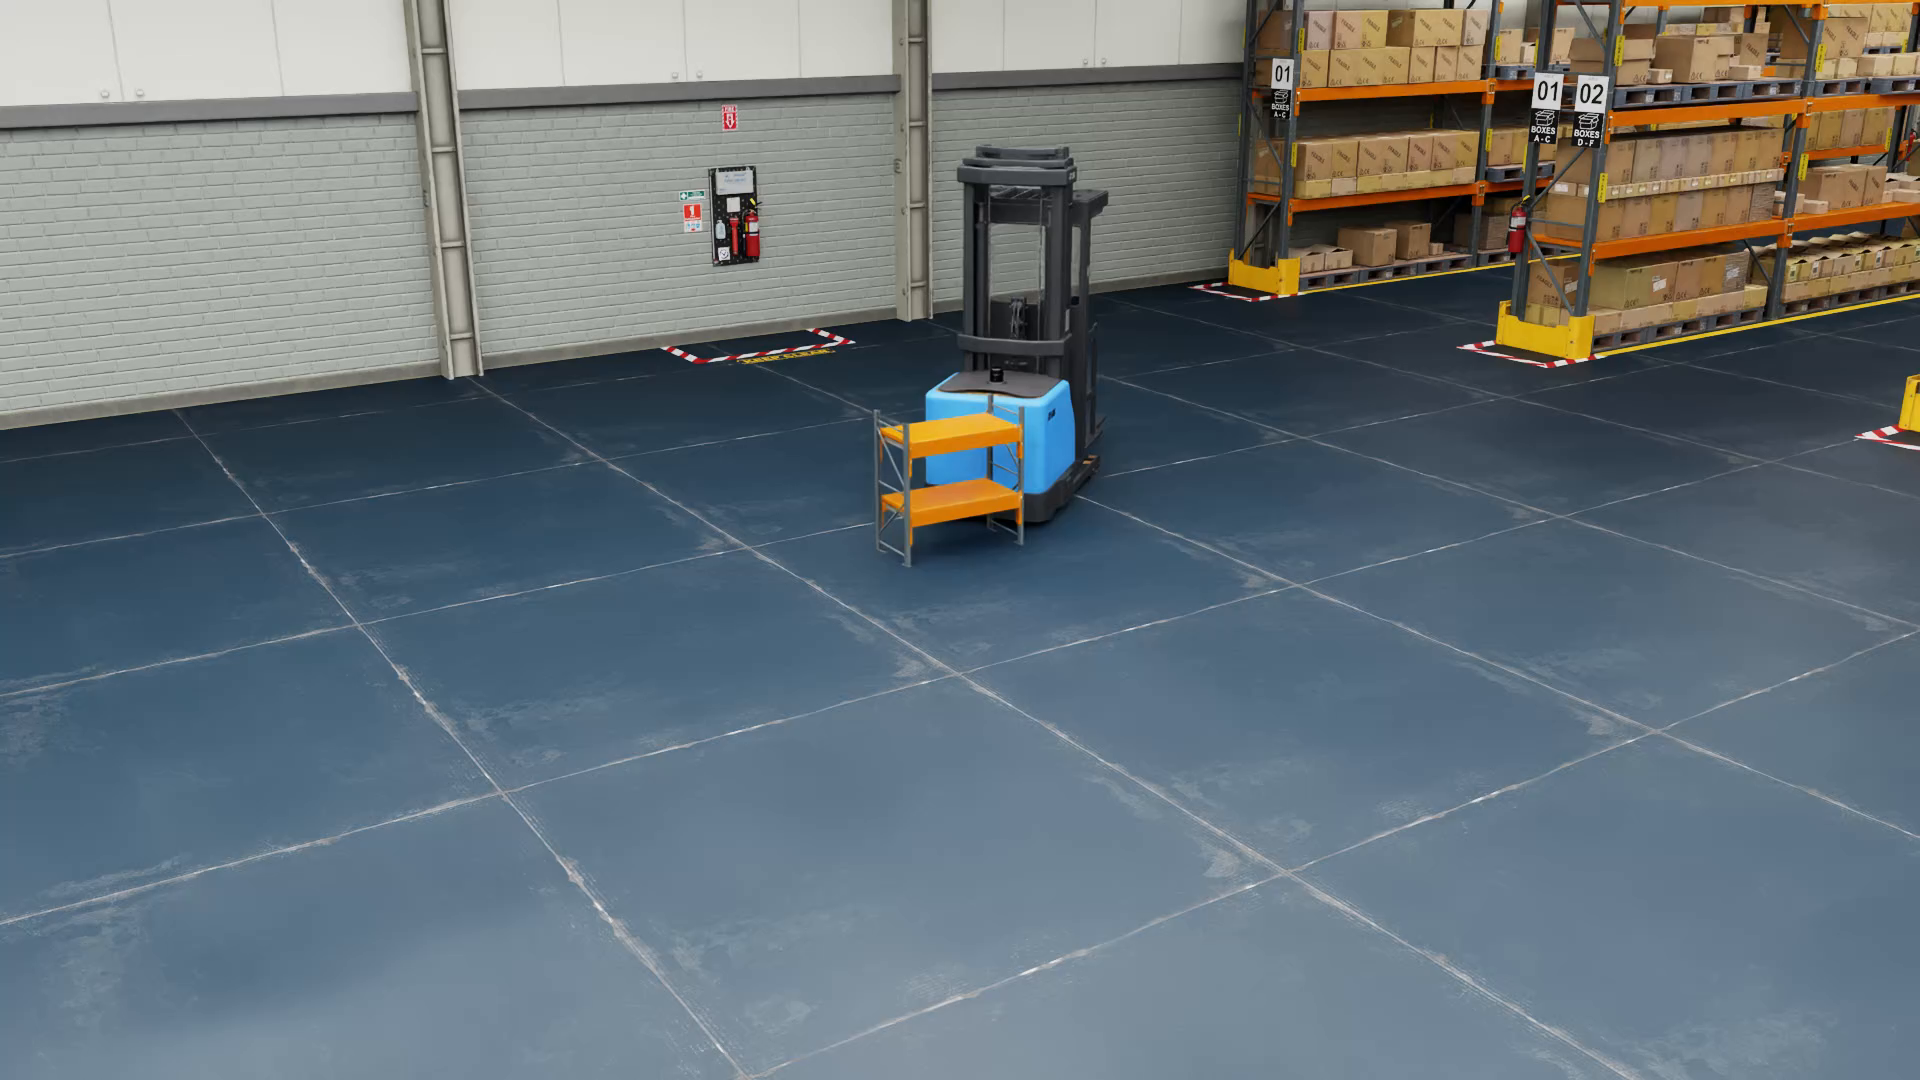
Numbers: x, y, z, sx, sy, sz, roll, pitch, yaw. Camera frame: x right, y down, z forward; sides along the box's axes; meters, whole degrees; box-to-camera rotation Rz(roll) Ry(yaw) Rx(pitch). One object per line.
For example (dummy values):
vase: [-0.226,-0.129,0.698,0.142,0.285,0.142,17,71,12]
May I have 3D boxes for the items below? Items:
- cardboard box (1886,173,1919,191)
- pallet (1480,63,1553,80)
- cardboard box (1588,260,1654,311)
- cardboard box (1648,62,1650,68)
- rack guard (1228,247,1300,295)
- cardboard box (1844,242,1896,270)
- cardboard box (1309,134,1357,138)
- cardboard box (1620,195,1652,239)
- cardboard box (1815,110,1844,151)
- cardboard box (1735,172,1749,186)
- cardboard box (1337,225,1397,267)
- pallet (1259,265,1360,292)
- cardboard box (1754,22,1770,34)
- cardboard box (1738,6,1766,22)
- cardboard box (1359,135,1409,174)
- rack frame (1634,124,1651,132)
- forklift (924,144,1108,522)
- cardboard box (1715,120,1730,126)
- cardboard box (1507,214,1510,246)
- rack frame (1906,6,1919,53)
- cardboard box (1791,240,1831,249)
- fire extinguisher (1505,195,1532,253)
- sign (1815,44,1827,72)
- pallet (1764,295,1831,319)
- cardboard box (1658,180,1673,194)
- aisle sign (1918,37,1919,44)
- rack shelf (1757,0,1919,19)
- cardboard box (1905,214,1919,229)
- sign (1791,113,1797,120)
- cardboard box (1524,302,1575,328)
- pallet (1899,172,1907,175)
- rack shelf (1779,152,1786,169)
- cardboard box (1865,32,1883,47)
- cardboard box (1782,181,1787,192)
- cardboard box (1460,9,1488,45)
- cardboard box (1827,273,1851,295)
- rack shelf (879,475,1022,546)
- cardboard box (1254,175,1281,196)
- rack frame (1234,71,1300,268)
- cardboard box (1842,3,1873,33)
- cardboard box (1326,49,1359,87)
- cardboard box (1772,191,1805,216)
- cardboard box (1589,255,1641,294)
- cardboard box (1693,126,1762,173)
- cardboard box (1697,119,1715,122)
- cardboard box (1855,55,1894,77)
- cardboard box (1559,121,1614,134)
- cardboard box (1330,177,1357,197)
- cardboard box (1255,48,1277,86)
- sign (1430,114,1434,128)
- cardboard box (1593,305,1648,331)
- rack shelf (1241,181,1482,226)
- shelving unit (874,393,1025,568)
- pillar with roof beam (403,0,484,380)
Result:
cardboard box: [13.383,-5.033,23.588,0.500,0.311,0.500,-10,21,-28]
pallet: [8.217,-7.160,25.349,1.003,0.211,1.213,-12,22,-31]
cardboard box: [8.016,-3.094,20.179,0.500,0.500,0.500,-12,22,-31]
cardboard box: [7.846,-5.607,19.824,0.500,0.250,0.500,-12,22,-31]
rack guard: [4.365,-3.872,23.918,0.348,0.500,1.175,-12,22,-31]
cardboard box: [12.555,-3.950,23.008,0.500,0.311,0.500,-12,22,-32]
cardboard box: [5.434,-5.655,24.320,0.500,0.500,0.500,-13,22,-33]
cardboard box: [7.862,-3.939,20.056,0.500,0.500,0.700,-11,22,-30]
cardboard box: [15.399,-7.517,30.328,0.700,0.700,0.980,-13,22,-33]
cardboard box: [9.617,-4.536,20.811,0.250,0.149,0.380,-12,22,-32]
cardboard box: [6.046,-4.381,24.737,0.500,0.500,0.700,-14,23,-35]
pallet: [5.063,-3.869,24.360,1.213,0.211,1.003,-12,22,-31]
cardboard box: [13.529,-8.708,28.792,0.500,0.500,0.700,-13,23,-34]
cardboard box: [13.517,-9.069,28.689,0.500,0.250,0.500,-10,21,-28]
cardboard box: [6.144,-5.608,24.182,0.500,0.500,0.500,-11,22,-30]
rack frame: [10.983,-6.452,27.646,0.127,3.000,1.000,-12,22,-31]
forklift: [0.638,-1.966,14.485,1.130,2.935,3.031,6,20,17]
cardboard box: [12.818,-6.938,28.431,0.500,0.500,0.500,-11,22,-30]
cardboard box: [8.652,-5.010,26.598,0.500,0.500,0.700,-12,22,-32]
rack frame: [13.711,-7.970,22.768,0.127,3.000,1.000,-12,22,-31]
cardboard box: [11.822,-4.001,23.159,0.500,0.311,0.500,-12,22,-32]
fire extinguisher: [6.675,-3.786,19.879,0.183,0.674,0.296,-12,22,-31]
sign: [10.677,-5.979,20.631,0.005,0.325,0.100,-12,22,-31]
pallet: [10.964,-3.243,22.506,1.213,0.211,1.003,-12,22,-31]
cardboard box: [8.337,-4.267,20.014,0.250,0.149,0.380,-13,23,-33]
aisle sign: [17.890,-9.025,31.198,0.004,0.787,0.394,-12,22,-31]
rack shelf: [12.040,-7.087,21.906,4.000,0.370,1.077,-12,22,-31]
cardboard box: [14.408,-4.746,24.645,0.500,0.250,0.500,-11,22,-29]
sign: [14.631,-7.524,29.134,0.005,0.325,0.100,-12,22,-31]
cardboard box: [7.315,-2.789,20.447,0.500,0.250,0.500,-12,22,-31]
pallet: [14.238,-5.175,24.169,1.003,0.211,1.213,-12,22,-31]
rack shelf: [12.654,-6.464,28.804,4.000,0.370,1.077,-12,22,-31]
cardboard box: [16.333,-9.073,30.136,0.500,0.250,0.500,-13,22,-33]
cardboard box: [15.005,-6.276,30.372,0.500,0.500,0.700,-12,22,-31]
cardboard box: [7.373,-7.538,24.427,0.500,0.500,0.500,-14,23,-36]
cardboard box: [11.702,-3.506,22.570,0.500,0.250,0.500,-13,22,-33]
rack shelf: [-0.078,-0.241,12.965,1.000,0.278,0.538,-11,22,-29]
cardboard box: [4.586,-5.116,23.896,0.500,0.250,0.500,-12,22,-31]
rack frame: [4.302,-5.043,23.478,0.127,3.000,1.000,-12,22,-31]
cardboard box: [15.909,-9.340,29.755,0.500,0.500,0.500,-12,22,-31]
cardboard box: [5.187,-6.598,23.207,0.500,0.500,0.500,-10,21,-28]
cardboard box: [10.757,-4.451,21.960,0.500,0.250,0.500,-10,21,-28]
cardboard box: [8.141,-3.324,20.862,0.500,0.500,0.500,-12,22,-31]
cardboard box: [9.582,-4.916,20.921,0.500,0.500,0.700,-12,22,-32]
cardboard box: [12.368,-7.200,28.036,0.500,0.250,0.500,-12,22,-31]
cardboard box: [12.001,-6.293,22.069,0.500,0.250,0.500,-14,23,-36]
cardboard box: [10.144,-6.517,26.995,0.500,0.500,0.700,-14,23,-36]
cardboard box: [5.310,-5.078,23.784,0.500,0.250,0.500,-13,22,-33]
cardboard box: [4.511,-6.662,23.397,0.500,0.500,0.500,-10,21,-28]
sign: [7.334,-6.444,25.814,0.005,0.325,0.100,-12,22,-31]
cardboard box: [8.015,-2.739,20.301,0.500,0.250,0.500,-12,22,-31]
rack shelf: [5.972,-5.055,24.636,4.000,0.370,1.077,-12,22,-31]
shelving unit: [-0.078,-0.473,12.886,1.048,1.125,0.538,-11,22,-29]
pillar with roof beam: [-3.244,-4.975,13.908,0.400,9.000,9.100,-12,22,-31]
